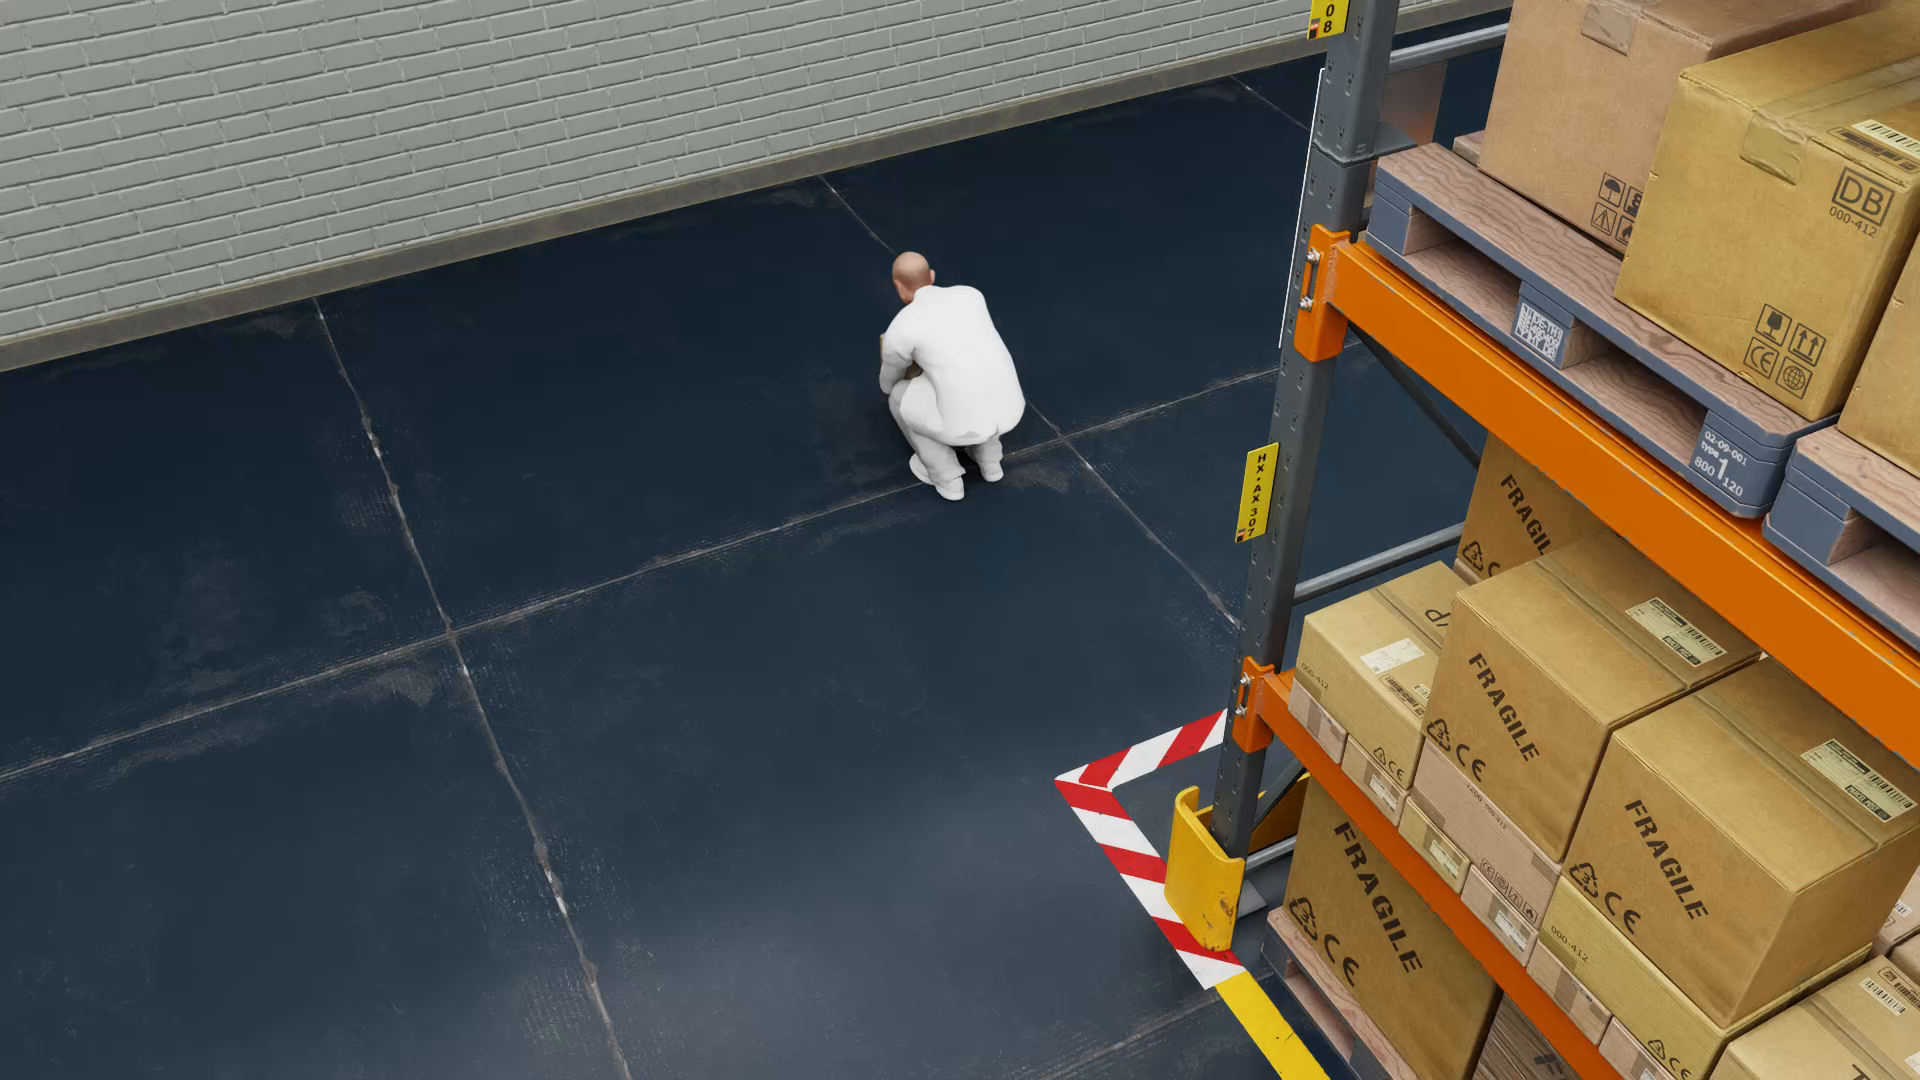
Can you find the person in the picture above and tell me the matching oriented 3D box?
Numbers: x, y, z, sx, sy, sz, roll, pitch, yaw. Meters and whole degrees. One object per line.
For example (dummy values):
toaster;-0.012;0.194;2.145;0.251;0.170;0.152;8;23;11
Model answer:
person;-0.059;-0.776;7.681;0.579;0.990;0.914;-20;44;-21
